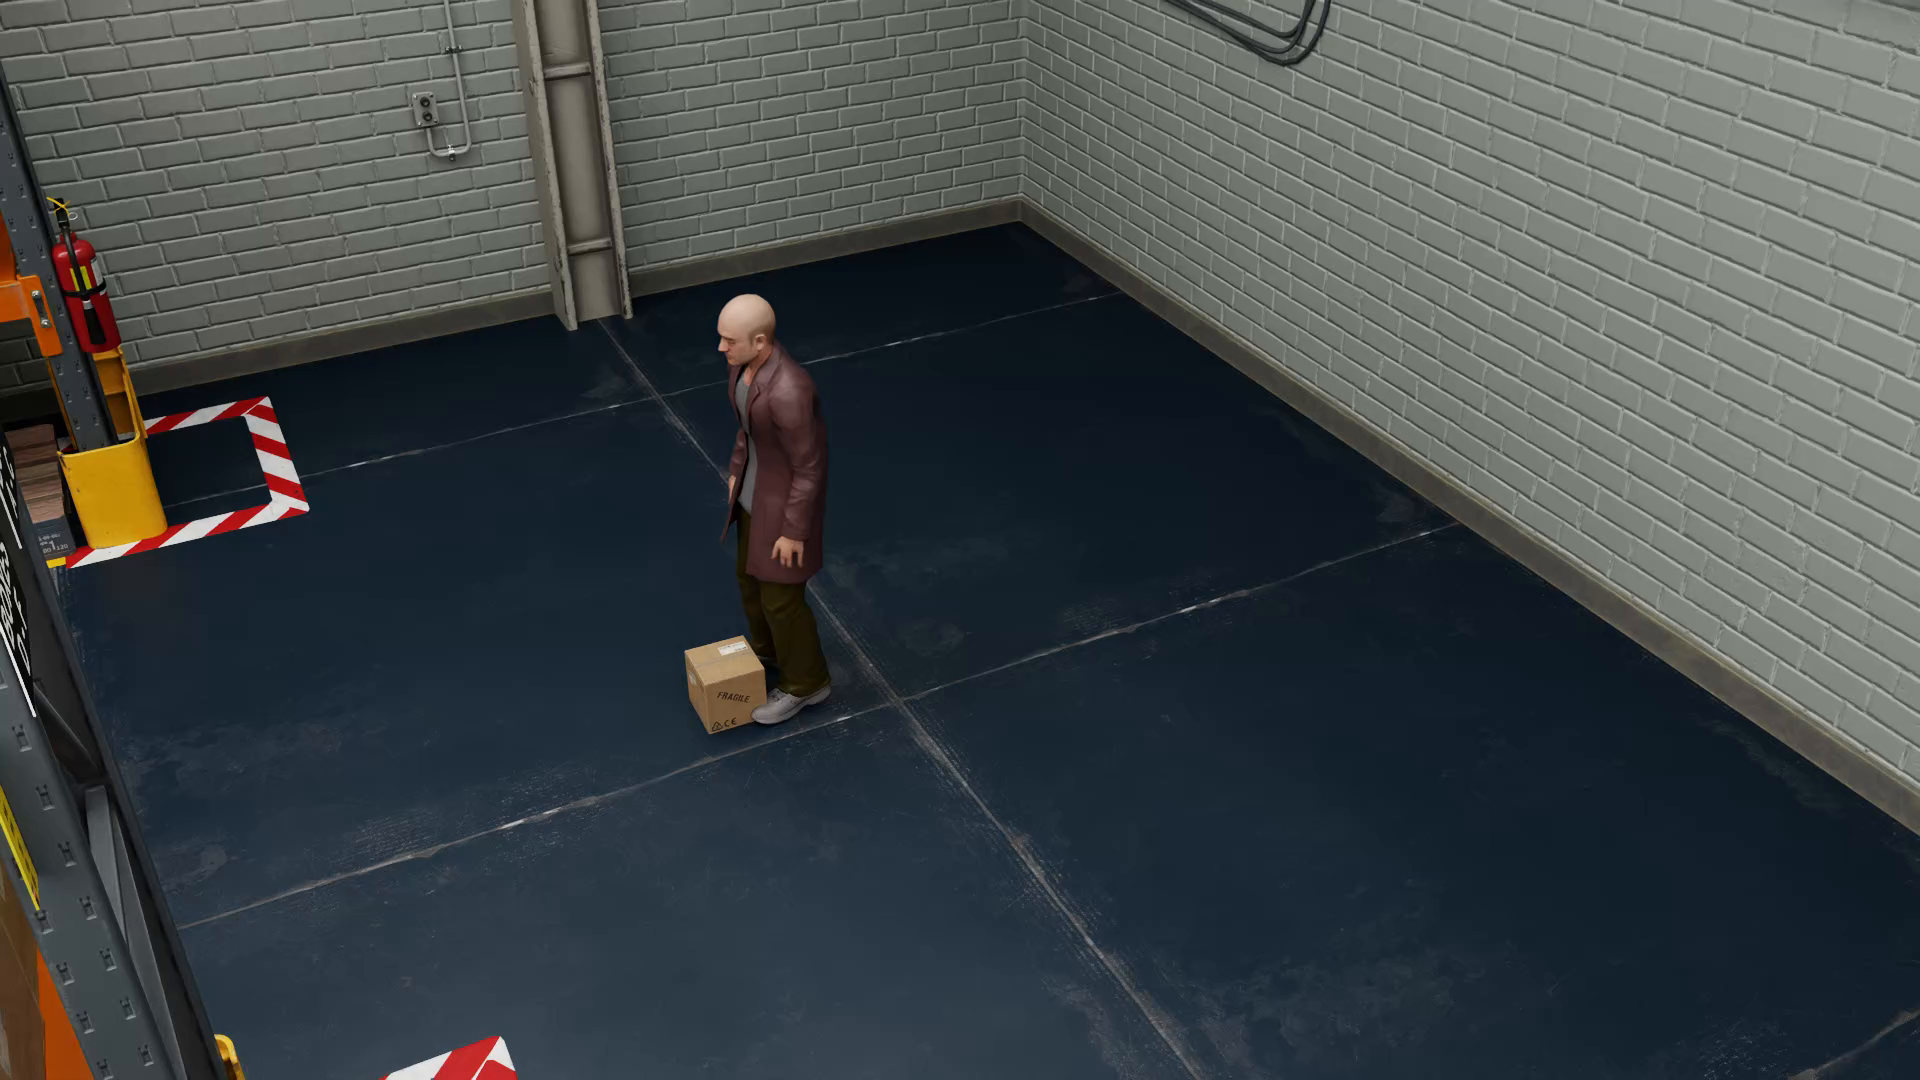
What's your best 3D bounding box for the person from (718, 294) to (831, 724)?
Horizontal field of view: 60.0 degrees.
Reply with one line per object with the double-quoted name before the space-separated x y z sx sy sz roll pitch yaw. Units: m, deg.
"person" -0.723 -0.134 6.362 0.427 1.773 0.640 -16 36 -24
